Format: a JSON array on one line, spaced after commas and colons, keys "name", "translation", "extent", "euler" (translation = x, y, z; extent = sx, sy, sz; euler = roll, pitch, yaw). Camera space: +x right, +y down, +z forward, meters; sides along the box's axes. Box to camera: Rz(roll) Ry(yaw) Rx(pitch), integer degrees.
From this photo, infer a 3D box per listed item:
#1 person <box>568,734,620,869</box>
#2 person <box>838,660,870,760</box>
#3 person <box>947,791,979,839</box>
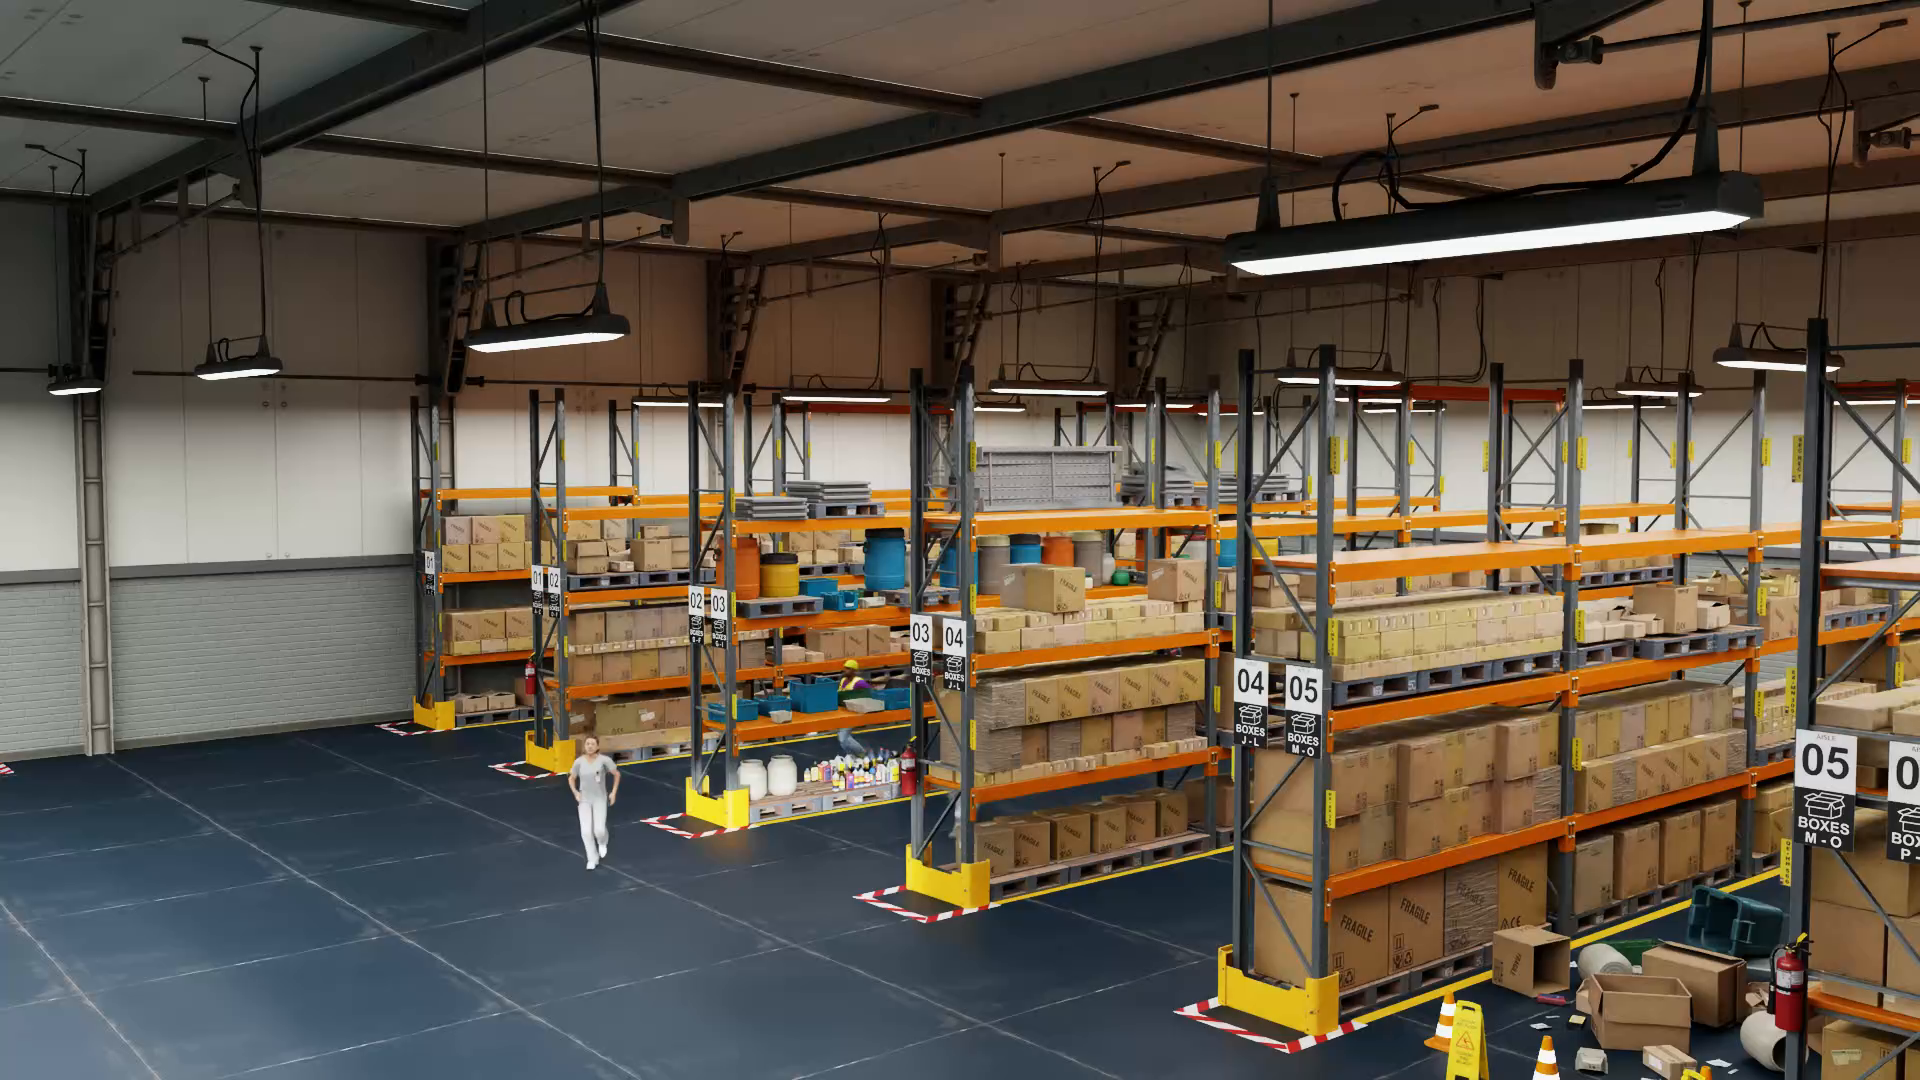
[{"name": "person", "translation": [-4.441, 3.159, 20.165], "extent": [0.605, 1.626, 0.594], "euler": [0, 3, -5]}, {"name": "person", "translation": [-1.779, 2.748, 26.180], "extent": [0.582, 1.721, 0.688], "euler": [-3, 4, -40]}, {"name": "person", "translation": [0.078, 2.998, 21.888], "extent": [0.683, 1.771, 0.717], "euler": [3, 4, 39]}]
